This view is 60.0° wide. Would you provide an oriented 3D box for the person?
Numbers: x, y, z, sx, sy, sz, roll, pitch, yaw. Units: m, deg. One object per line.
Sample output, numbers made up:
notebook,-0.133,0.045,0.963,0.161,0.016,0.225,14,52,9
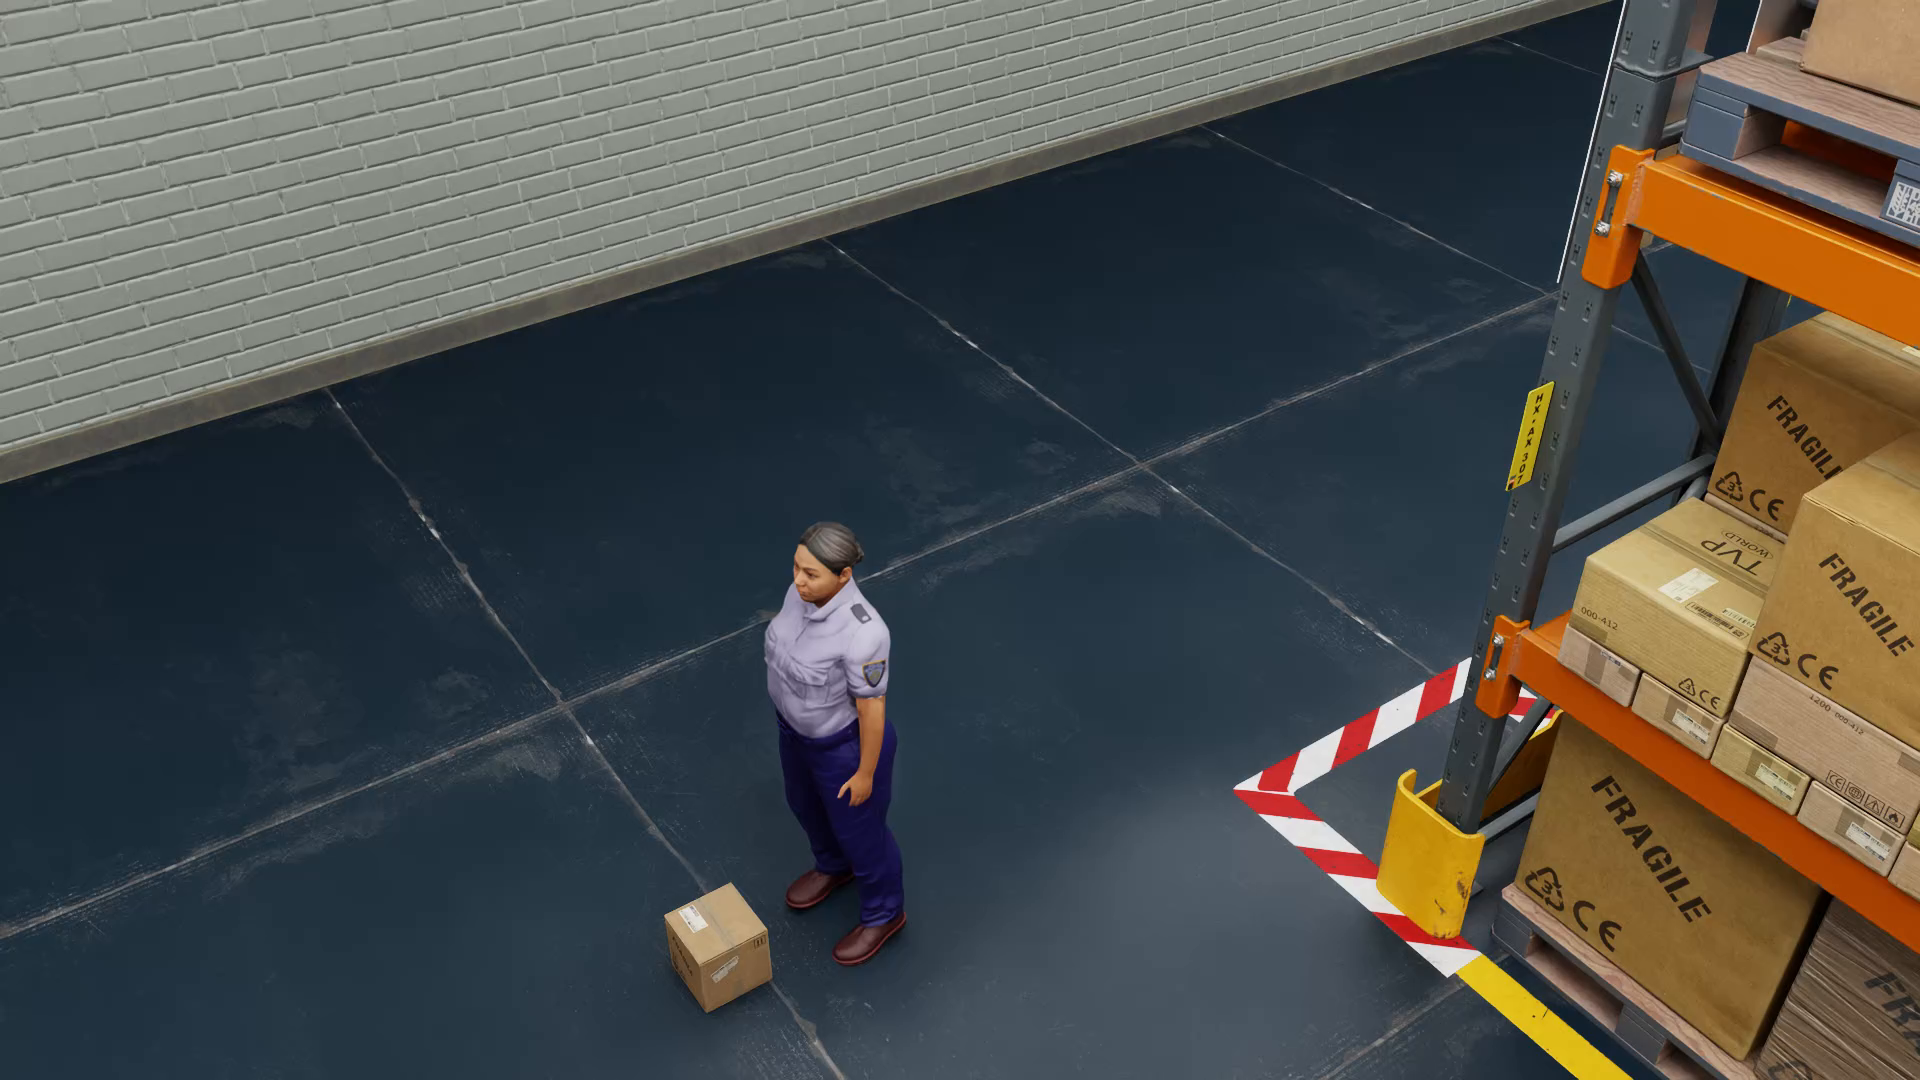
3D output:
person,-0.405,0.645,5.314,0.344,1.642,0.476,-22,42,-26
